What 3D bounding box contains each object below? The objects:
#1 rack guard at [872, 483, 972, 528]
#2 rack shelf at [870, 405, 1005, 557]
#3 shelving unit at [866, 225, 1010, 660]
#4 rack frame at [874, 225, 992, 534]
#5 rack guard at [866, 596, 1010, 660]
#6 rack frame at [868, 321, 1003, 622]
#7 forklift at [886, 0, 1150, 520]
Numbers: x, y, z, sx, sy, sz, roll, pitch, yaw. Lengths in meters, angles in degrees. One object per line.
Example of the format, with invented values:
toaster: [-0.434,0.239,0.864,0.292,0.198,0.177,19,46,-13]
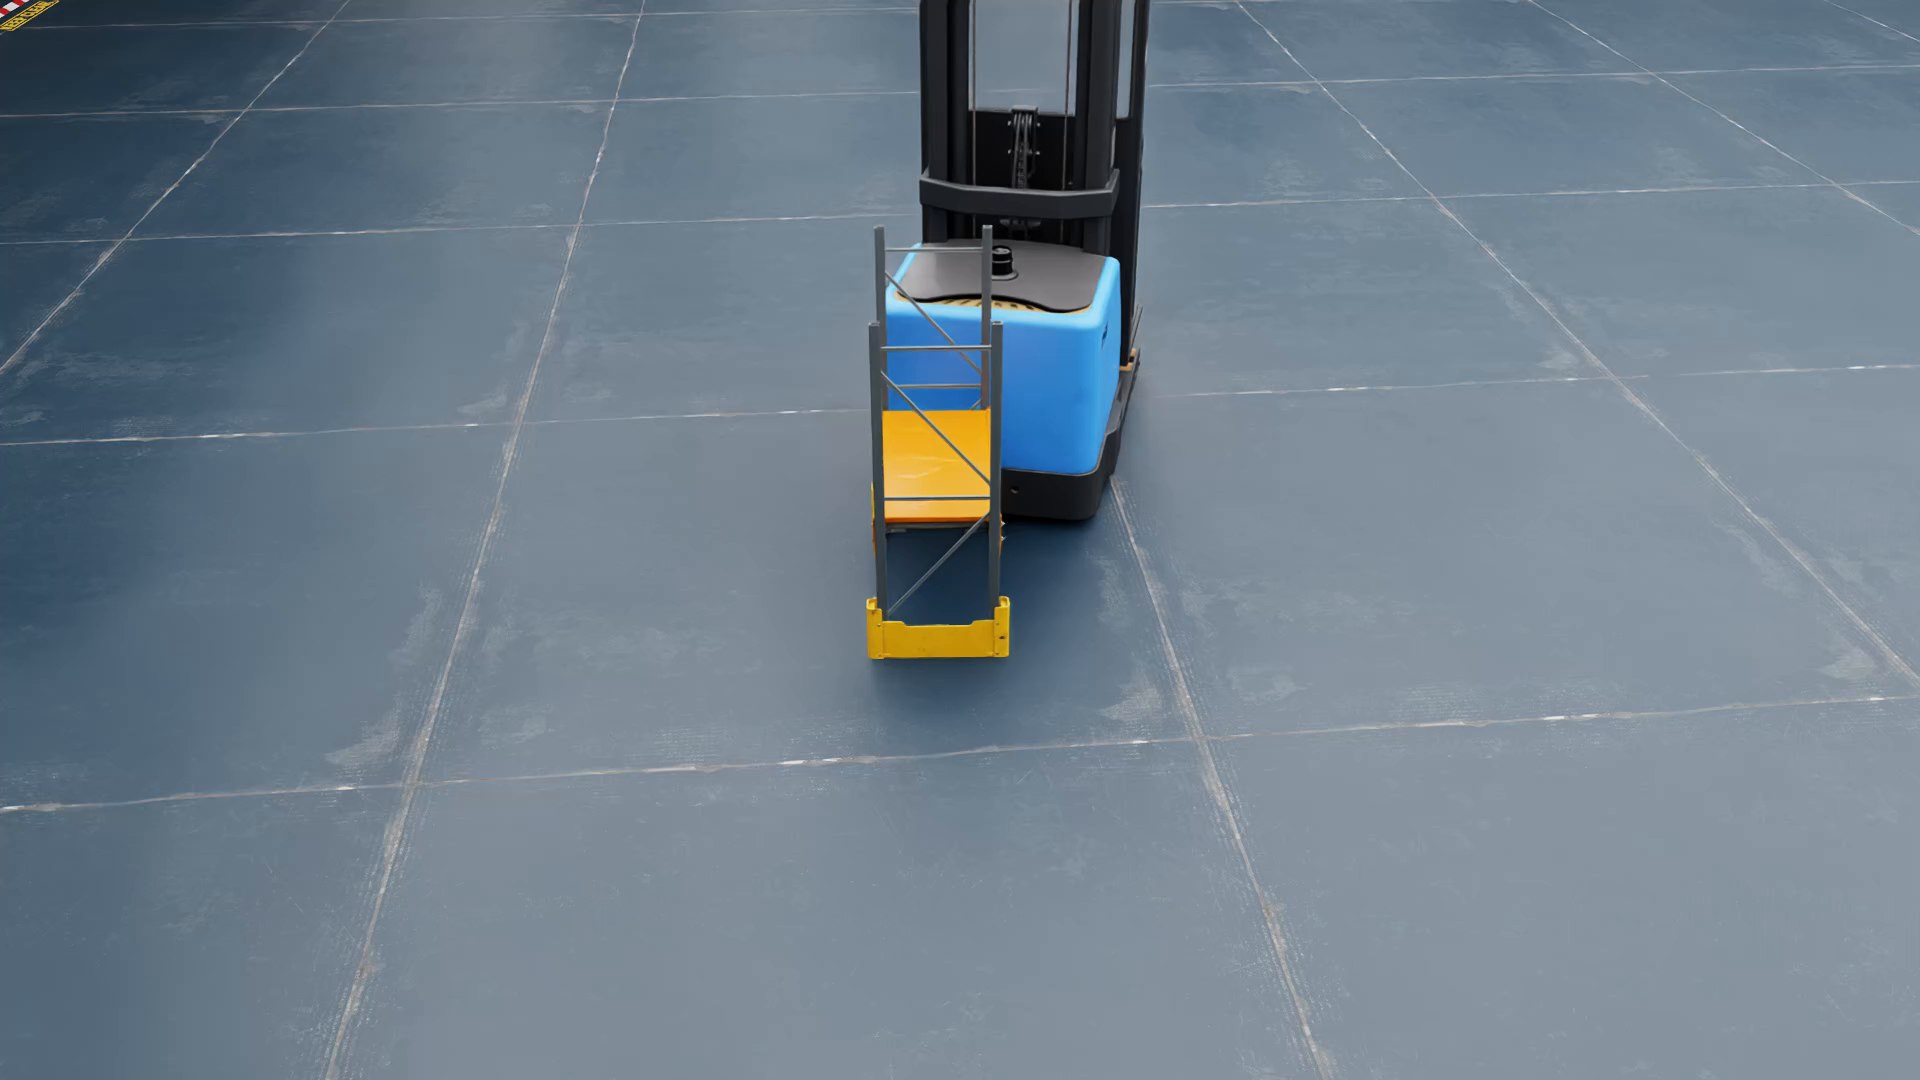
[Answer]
rack guard: [-0.113,-0.146,7.750,0.587,0.250,0.087,-1,31,-1]
rack shelf: [-0.102,-0.268,7.087,0.538,0.185,1.000,-1,31,-1]
shelving unit: [-0.102,-0.427,7.003,0.587,1.500,1.083,-1,31,-1]
rack frame: [-0.113,-0.683,7.431,0.500,1.500,0.032,-1,31,-1]
rack guard: [-0.090,0.365,6.896,0.587,0.250,0.087,-1,31,-1]
rack frame: [-0.090,-0.162,6.558,0.500,1.500,0.032,-1,31,-1]
forklift: [0.396,-2.092,8.394,1.130,2.935,3.031,6,31,9]
